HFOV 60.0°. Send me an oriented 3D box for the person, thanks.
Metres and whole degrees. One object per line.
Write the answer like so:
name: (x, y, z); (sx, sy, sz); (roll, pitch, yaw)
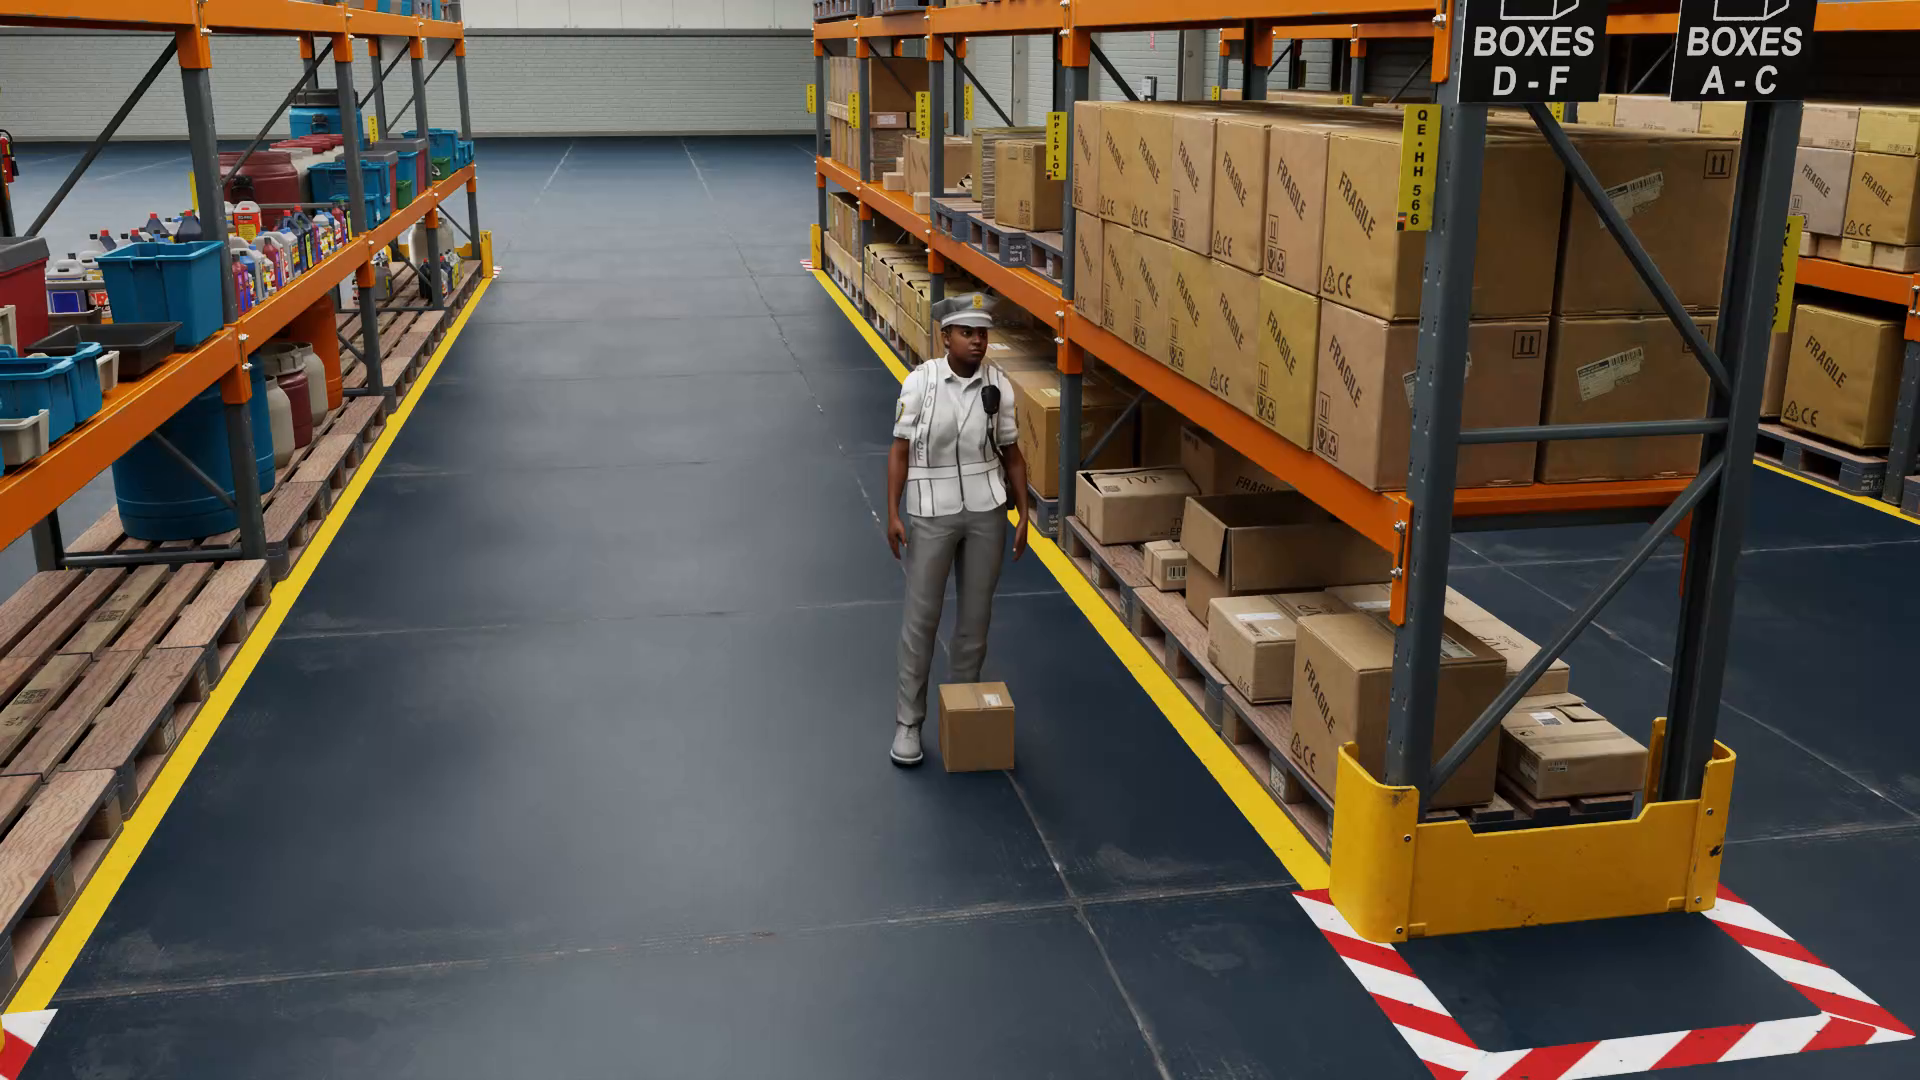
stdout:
person: (-0.011, -0.063, 6.157); (0.568, 1.694, 0.529); (-3, 17, -10)
